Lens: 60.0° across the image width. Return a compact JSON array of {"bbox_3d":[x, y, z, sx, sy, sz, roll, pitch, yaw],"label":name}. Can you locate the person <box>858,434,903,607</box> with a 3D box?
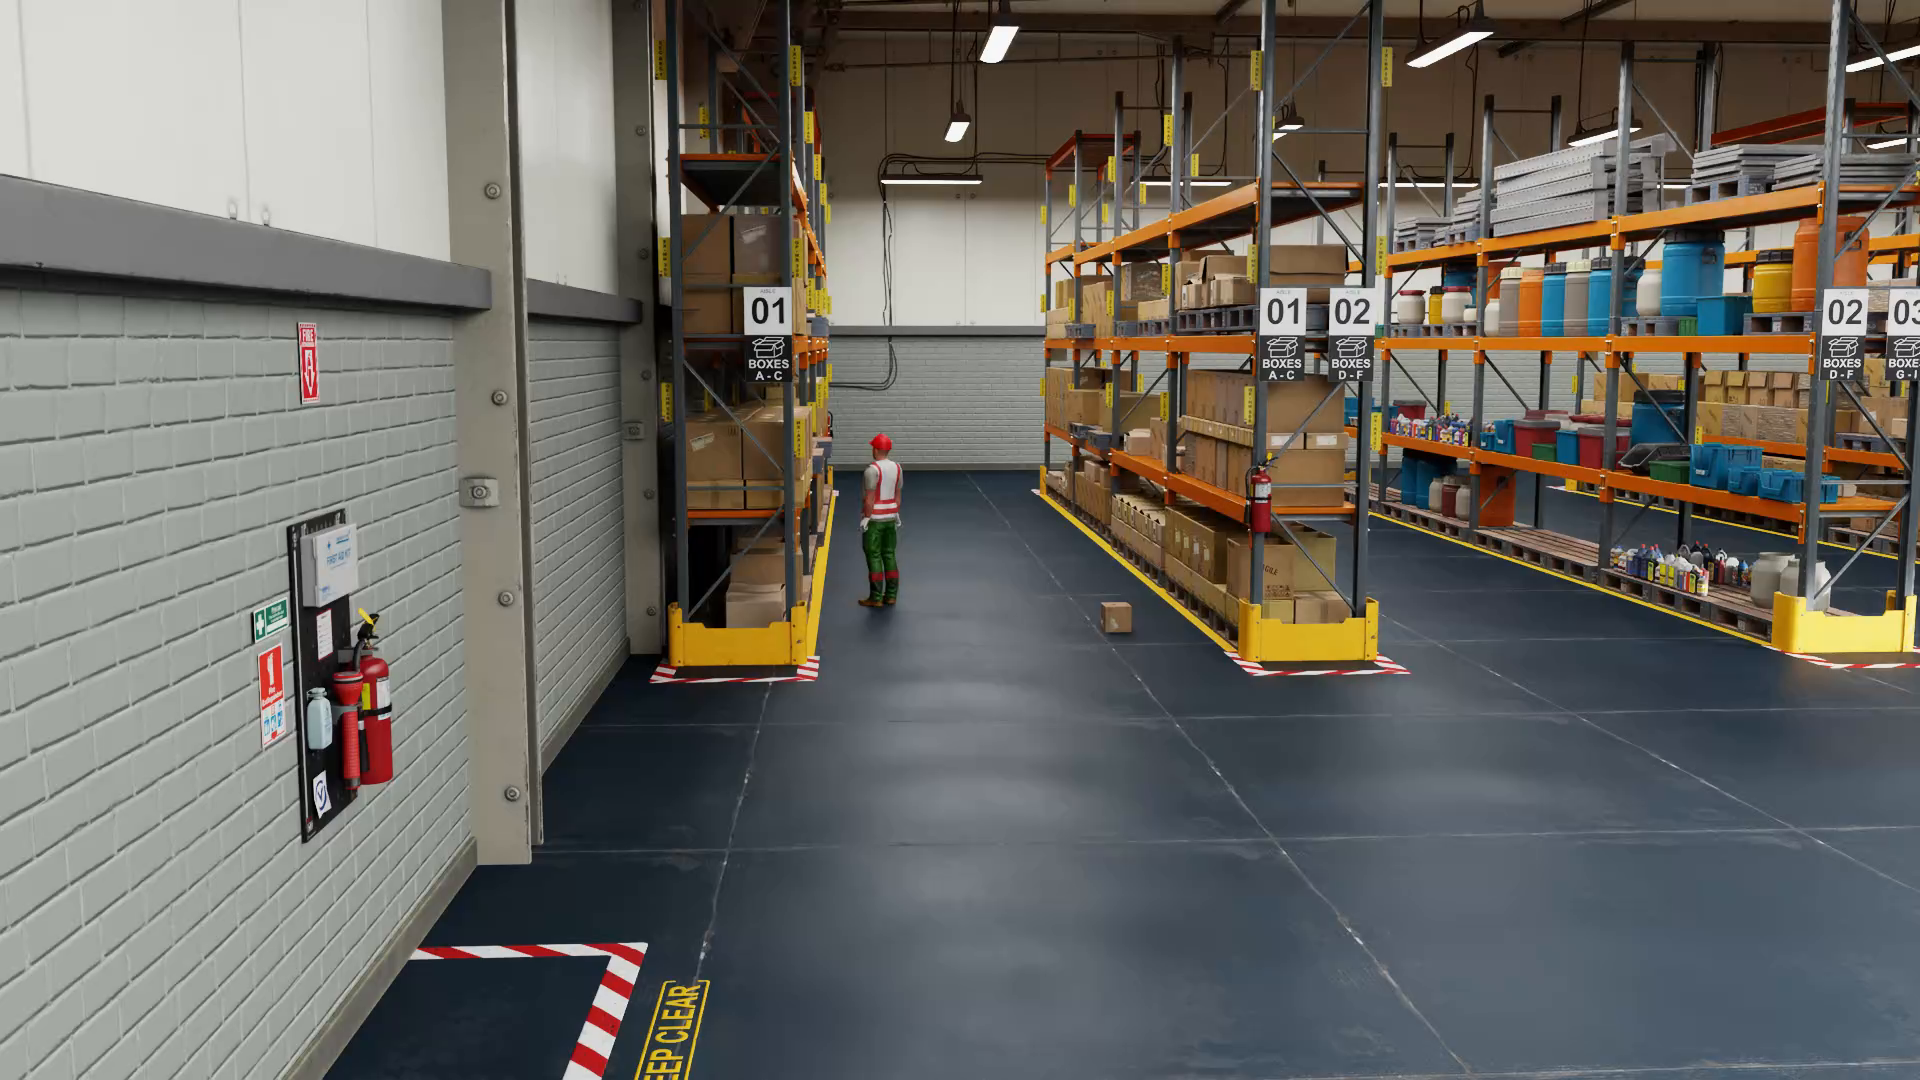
[{"bbox_3d":[-0.852,-0.212,17.402,0.370,1.796,0.546,6,9,42],"label":"person"}]
